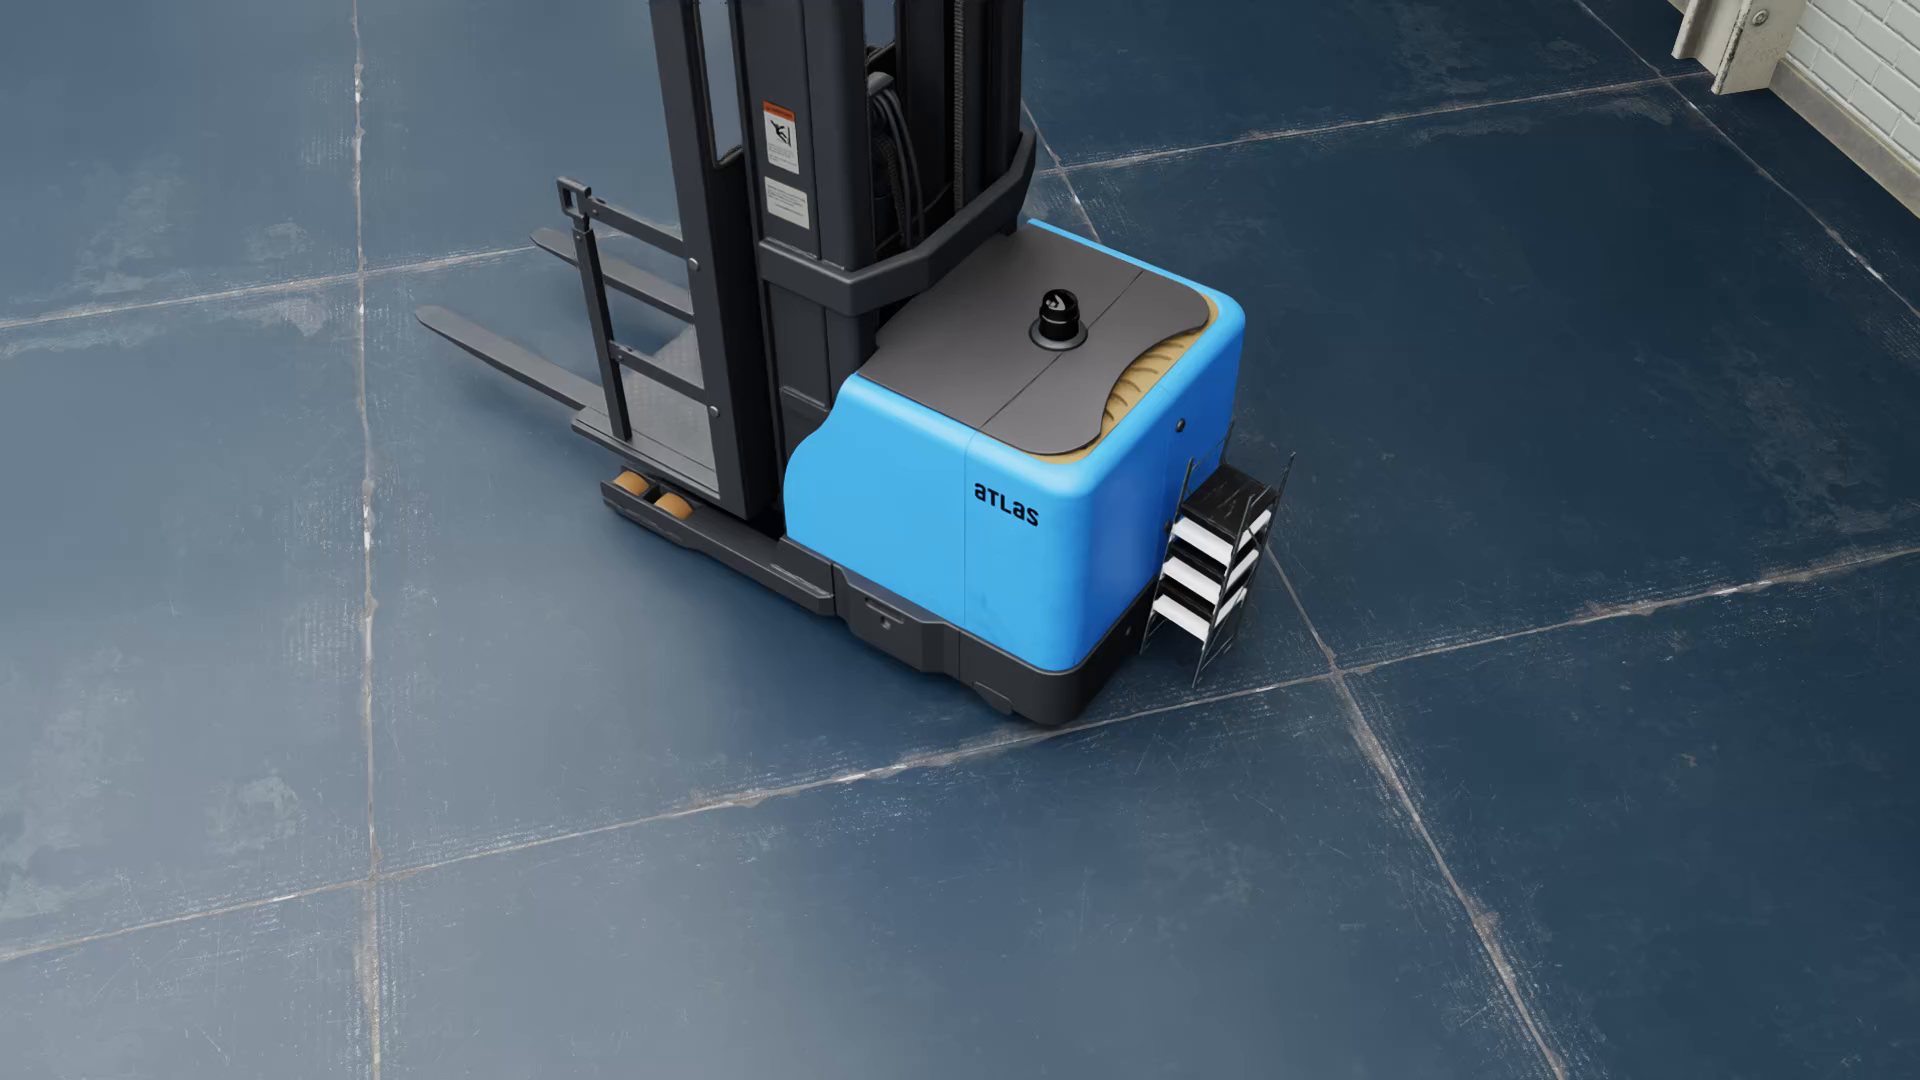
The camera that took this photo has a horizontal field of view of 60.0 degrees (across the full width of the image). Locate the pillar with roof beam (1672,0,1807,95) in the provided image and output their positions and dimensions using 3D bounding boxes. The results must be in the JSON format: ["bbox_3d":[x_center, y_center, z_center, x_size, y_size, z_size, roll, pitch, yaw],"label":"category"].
[{"bbox_3d":[-0.516,-4.613,3.970,9.100,9.000,0.400,-11,47,-10],"label":"pillar with roof beam"}]

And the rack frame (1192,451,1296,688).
[{"bbox_3d":[0.847,0.109,5.015,0.006,0.900,0.240,33,54,22],"label":"rack frame"}]

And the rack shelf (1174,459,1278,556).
[{"bbox_3d":[0.785,-0.098,4.874,0.200,0.077,0.258,33,54,22],"label":"rack shelf"}]

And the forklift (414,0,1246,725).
[{"bbox_3d":[-0.632,-1.304,4.976,3.031,2.935,1.130,26,51,24],"label":"forklift"}]

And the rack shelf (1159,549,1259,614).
[{"bbox_3d":[0.766,0.079,5.077,0.200,0.077,0.258,33,54,22],"label":"rack shelf"}]

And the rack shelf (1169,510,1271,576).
[{"bbox_3d":[0.779,-0.039,4.942,0.200,0.077,0.258,33,54,22],"label":"rack shelf"}]

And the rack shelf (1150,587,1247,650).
[{"bbox_3d":[0.753,0.197,5.213,0.200,0.077,0.258,33,54,22],"label":"rack shelf"}]

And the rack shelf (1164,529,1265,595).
[{"bbox_3d":[0.772,0.020,5.010,0.200,0.077,0.258,33,54,22],"label":"rack shelf"}]

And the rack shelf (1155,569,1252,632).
[{"bbox_3d":[0.759,0.138,5.145,0.200,0.077,0.258,33,54,22],"label":"rack shelf"}]

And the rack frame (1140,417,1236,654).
[{"bbox_3d":[0.689,0.005,5.090,0.006,0.900,0.240,33,54,22],"label":"rack frame"}]

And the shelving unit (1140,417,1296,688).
[{"bbox_3d":[0.768,0.057,5.052,0.210,0.900,0.258,33,54,22],"label":"shelving unit"}]
